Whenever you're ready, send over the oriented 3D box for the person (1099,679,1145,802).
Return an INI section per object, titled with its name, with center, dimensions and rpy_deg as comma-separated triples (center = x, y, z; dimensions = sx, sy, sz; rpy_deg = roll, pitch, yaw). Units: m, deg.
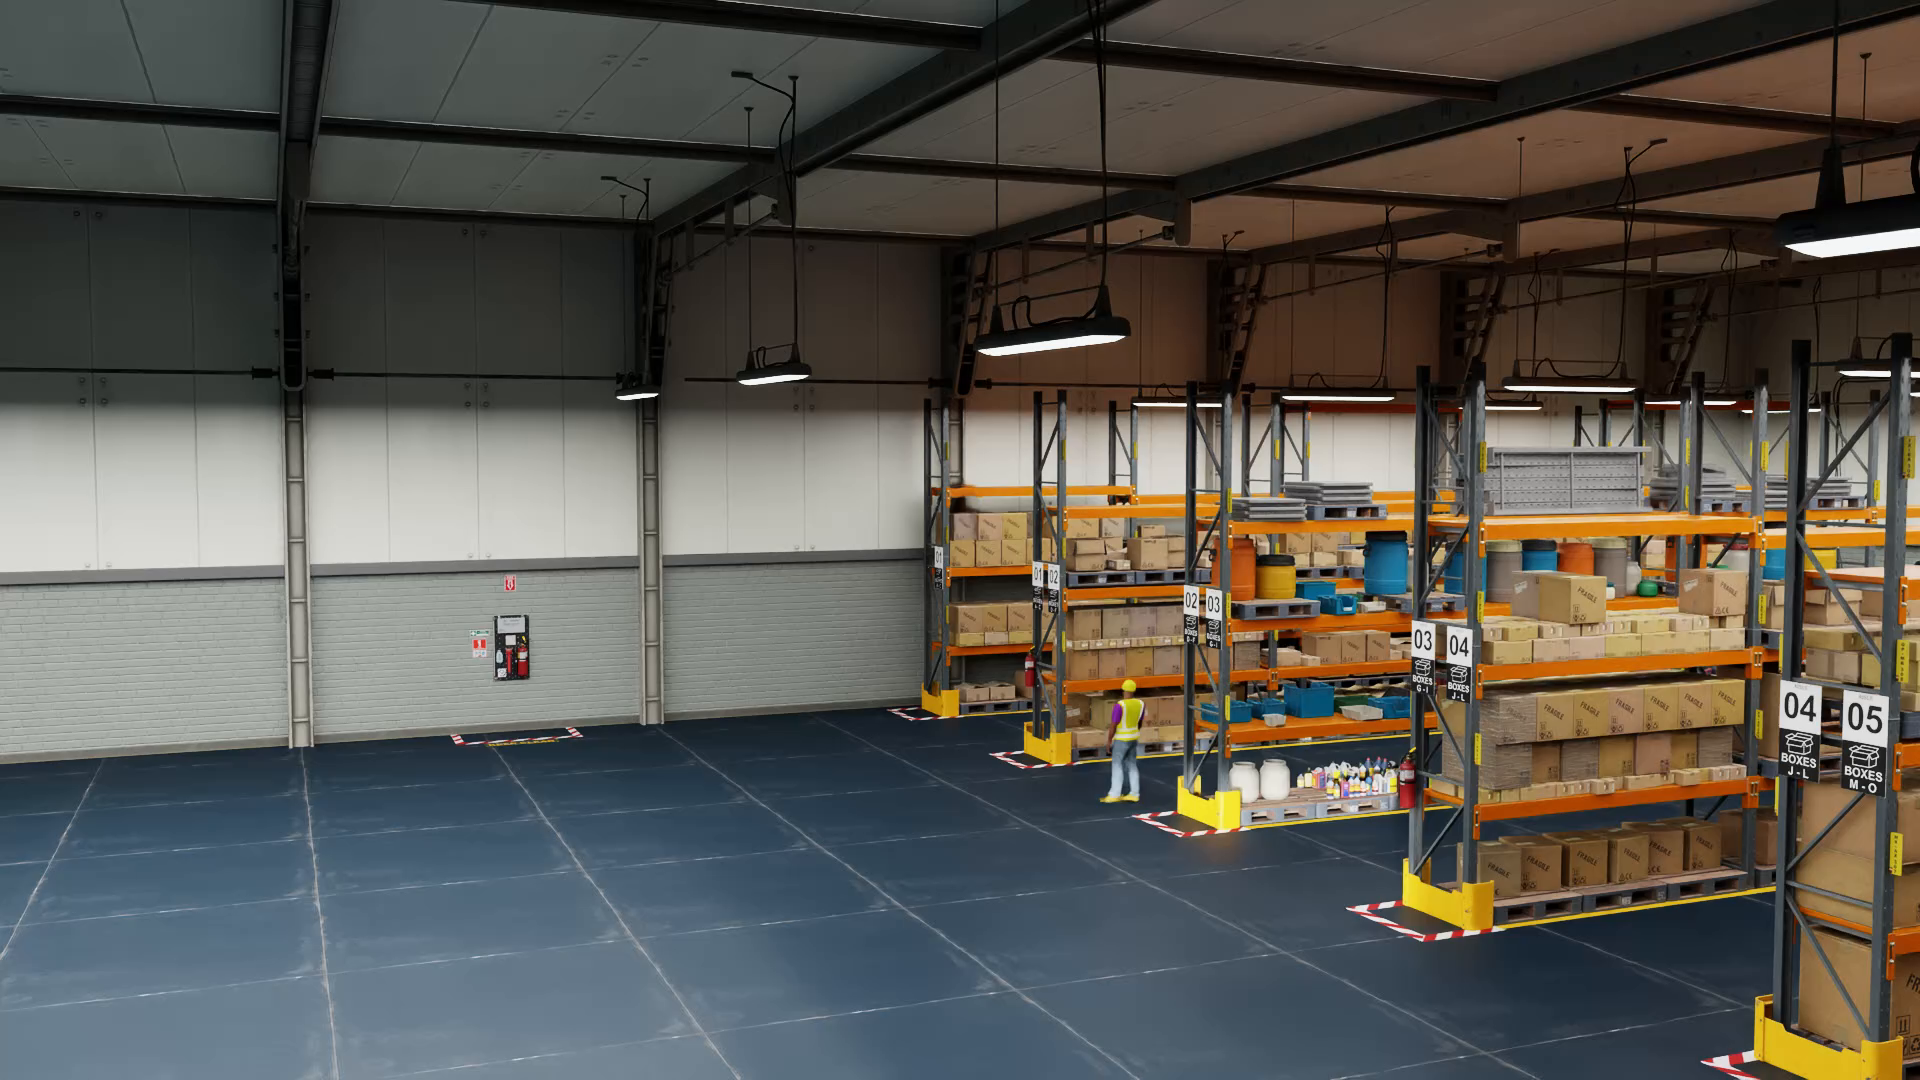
[person]
center = 2.333, 2.883, 23.916
dimensions = 0.574, 1.783, 0.591
rpy_deg = 2, 4, 36
